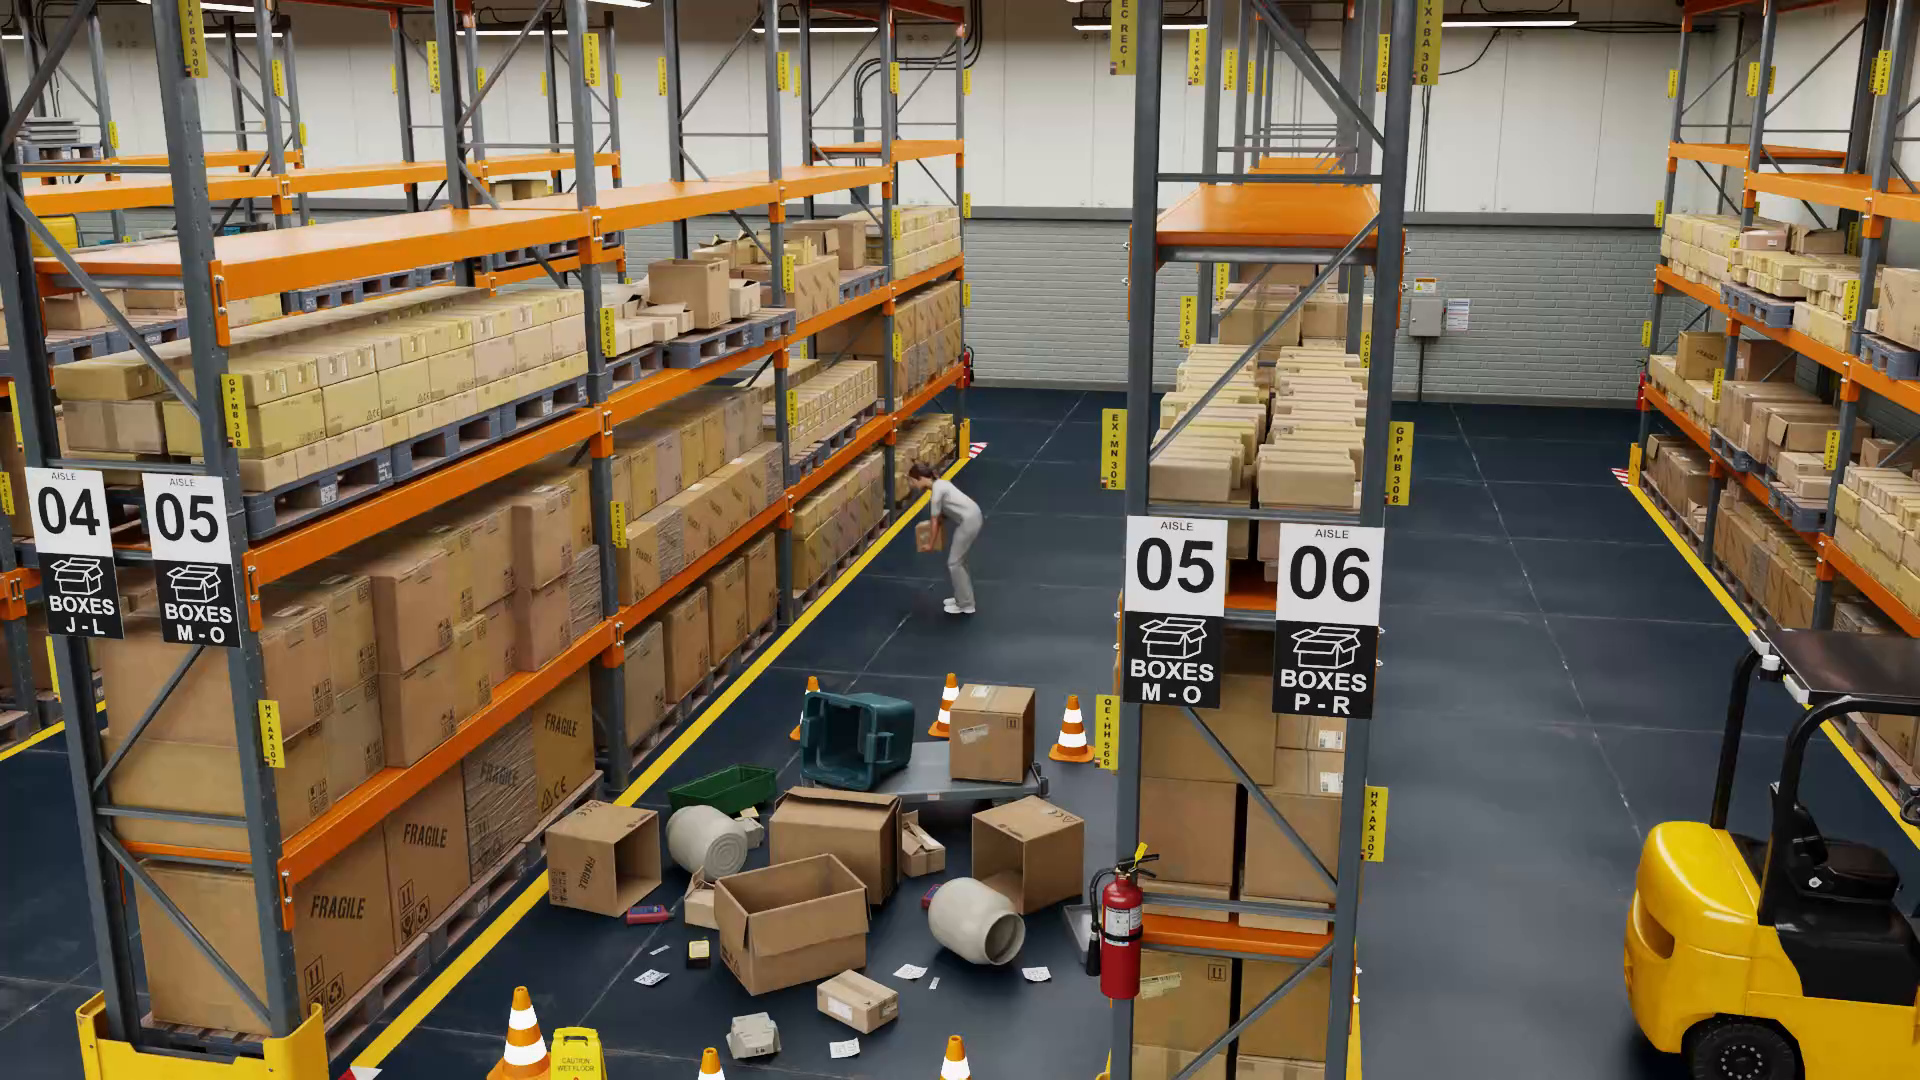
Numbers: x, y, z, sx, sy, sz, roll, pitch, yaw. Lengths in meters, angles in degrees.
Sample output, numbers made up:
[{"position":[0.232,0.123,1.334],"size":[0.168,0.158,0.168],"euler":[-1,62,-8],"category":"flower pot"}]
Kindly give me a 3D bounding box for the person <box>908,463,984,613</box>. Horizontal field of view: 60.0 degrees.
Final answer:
[{"position":[-0.141,-0.029,16.081],"size":[0.728,1.449,0.400],"euler":[3,15,10],"category":"person"}]
